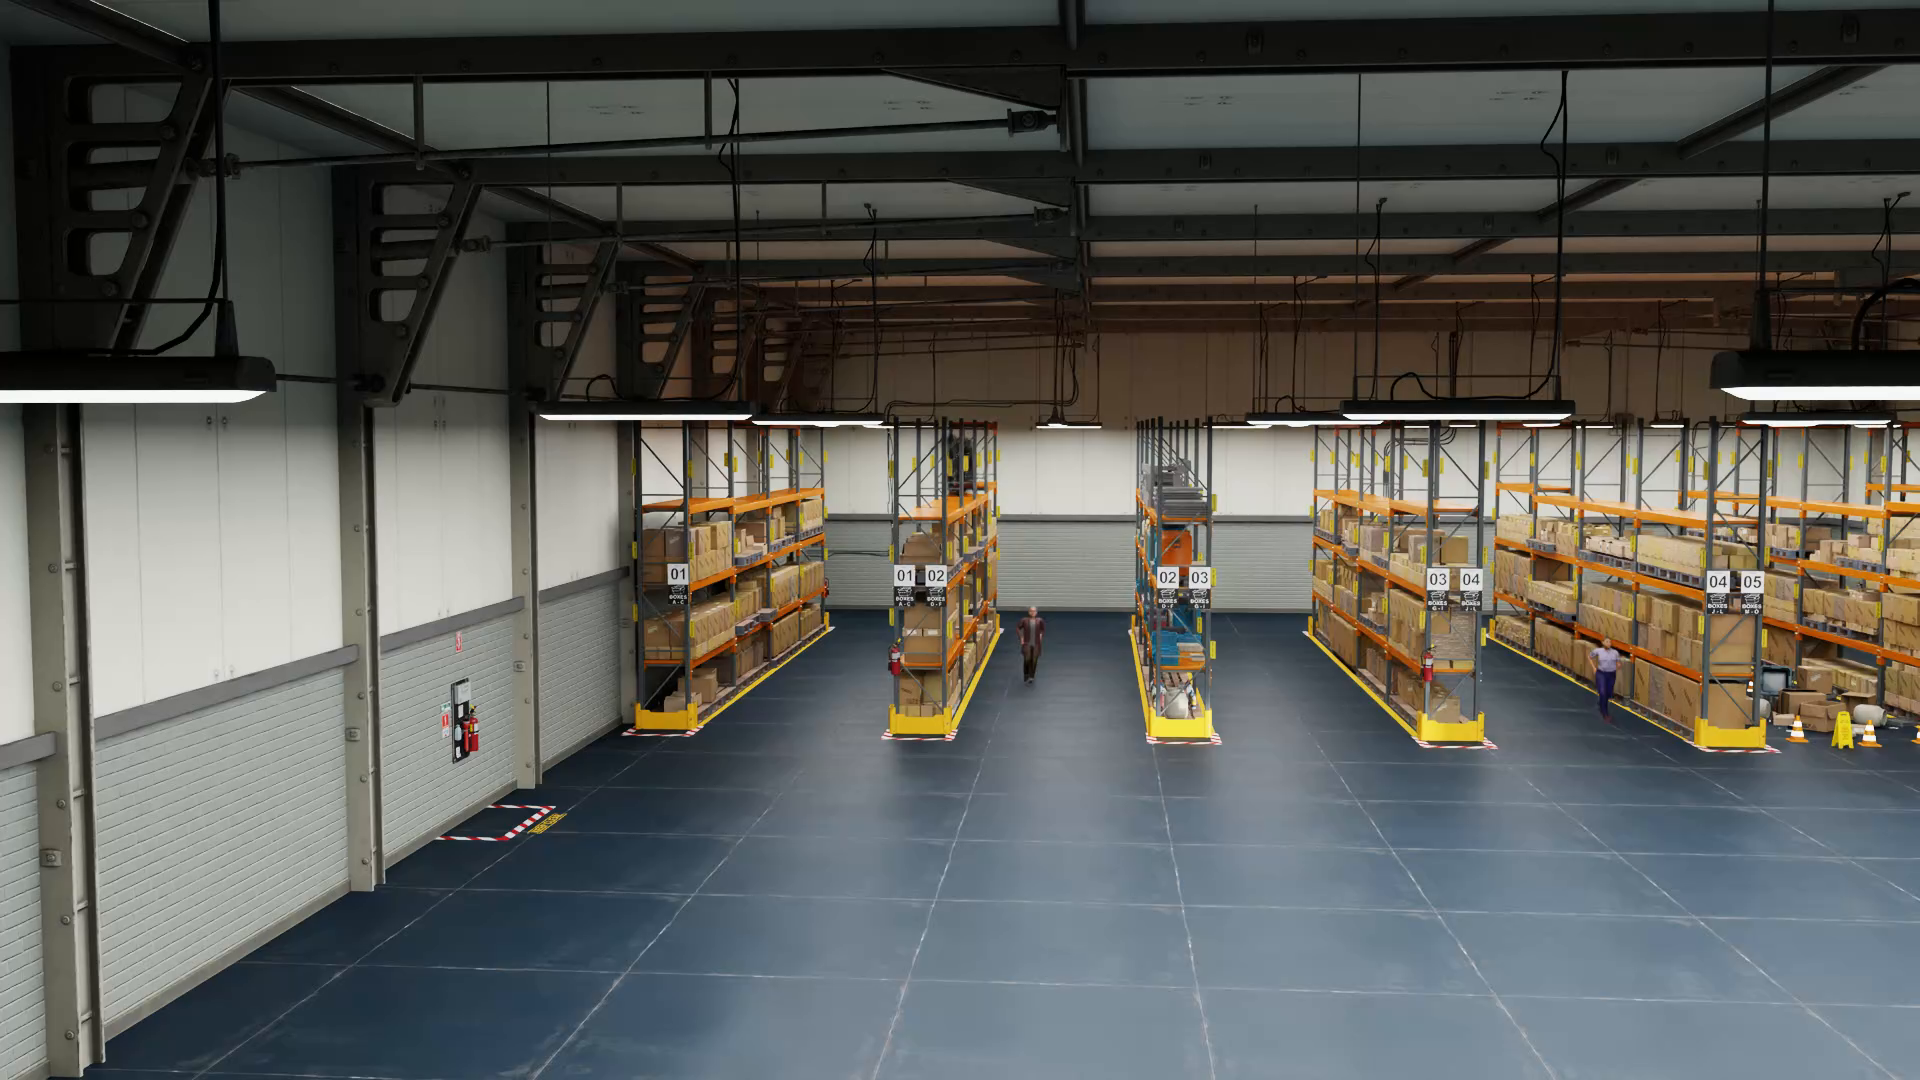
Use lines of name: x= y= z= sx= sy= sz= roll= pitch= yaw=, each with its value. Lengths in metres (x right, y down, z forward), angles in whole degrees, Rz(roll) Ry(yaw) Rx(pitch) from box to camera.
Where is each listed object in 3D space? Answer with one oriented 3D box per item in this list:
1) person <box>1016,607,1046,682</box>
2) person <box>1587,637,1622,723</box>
person: x=1.625 y=2.421 z=37.713 sx=0.679 sy=1.655 sz=0.663 roll=0 pitch=4 yaw=-5
person: x=12.832 y=2.750 z=33.048 sx=0.606 sy=1.651 sz=0.905 roll=0 pitch=4 yaw=2
